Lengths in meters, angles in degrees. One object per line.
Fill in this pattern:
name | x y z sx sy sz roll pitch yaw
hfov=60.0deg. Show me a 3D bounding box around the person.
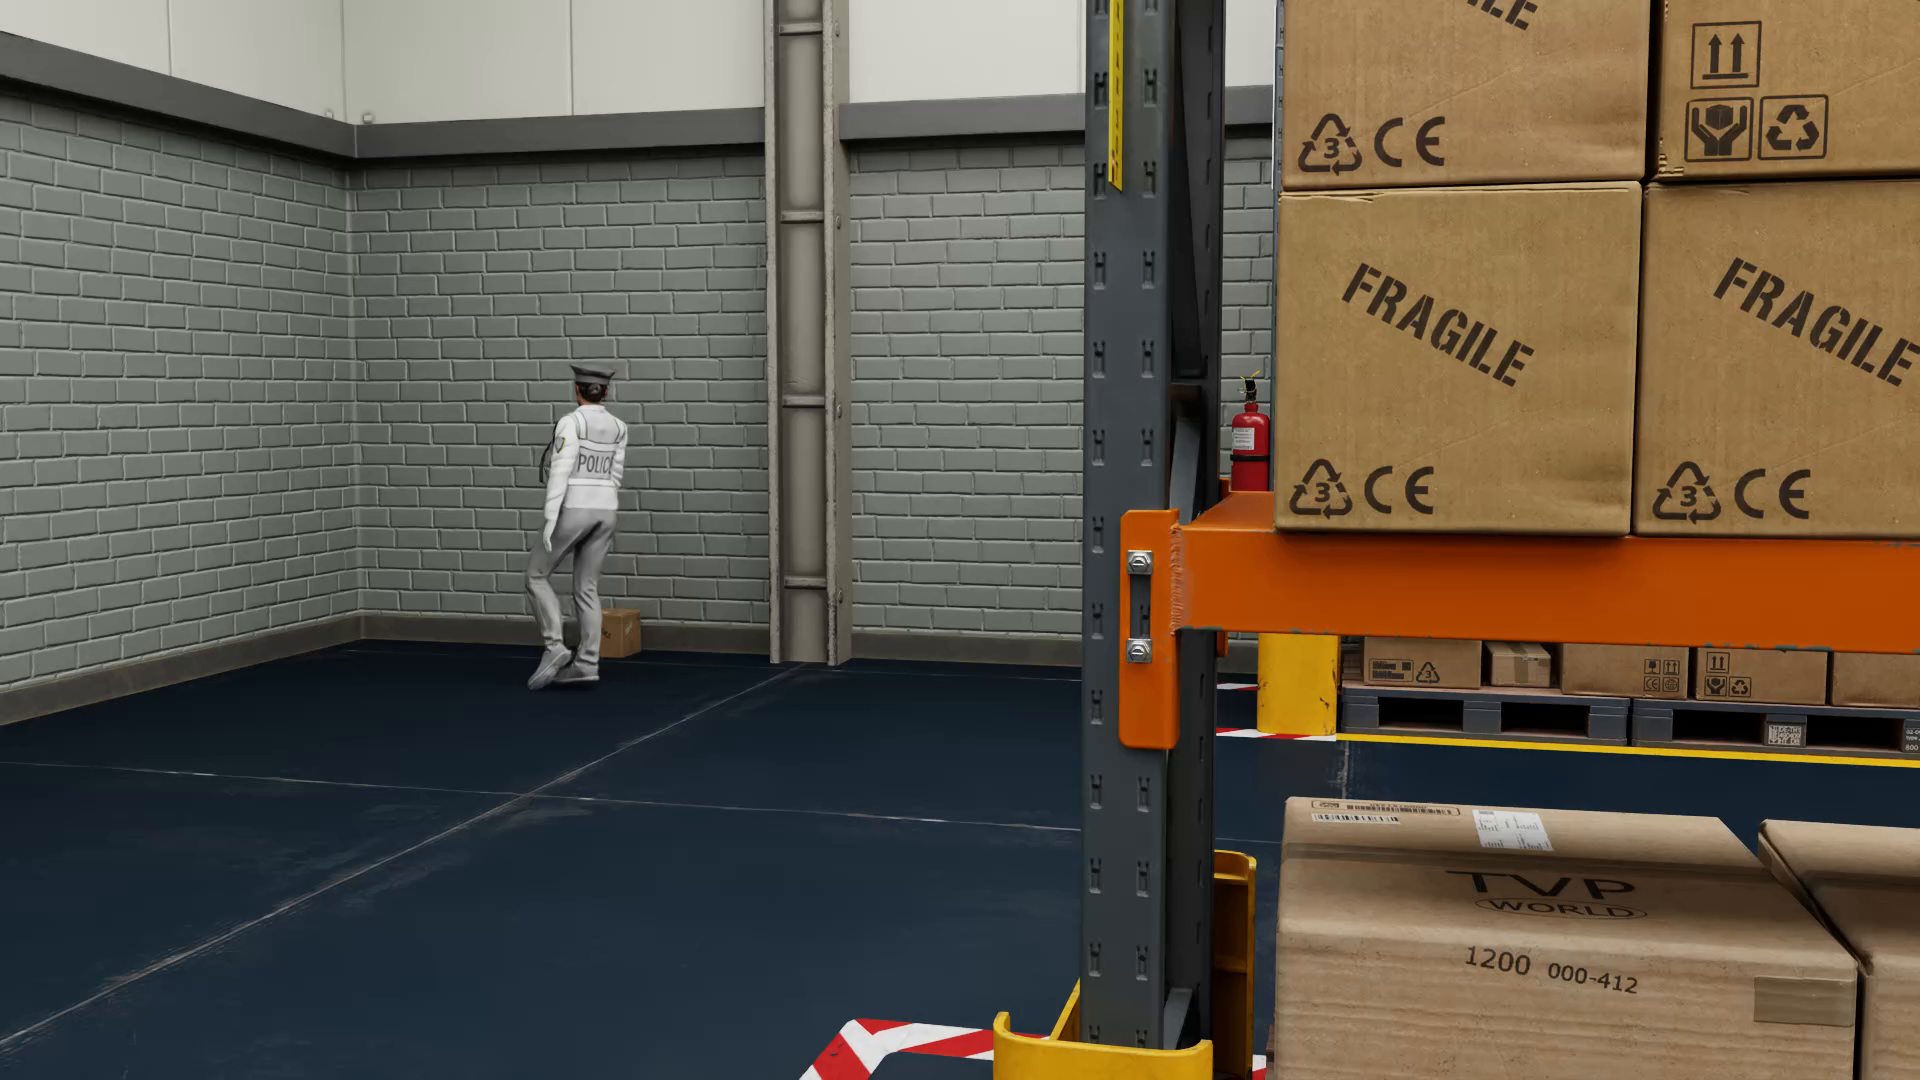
person | -2.005 -0.080 8.593 0.425 1.676 0.571 4 6 37
